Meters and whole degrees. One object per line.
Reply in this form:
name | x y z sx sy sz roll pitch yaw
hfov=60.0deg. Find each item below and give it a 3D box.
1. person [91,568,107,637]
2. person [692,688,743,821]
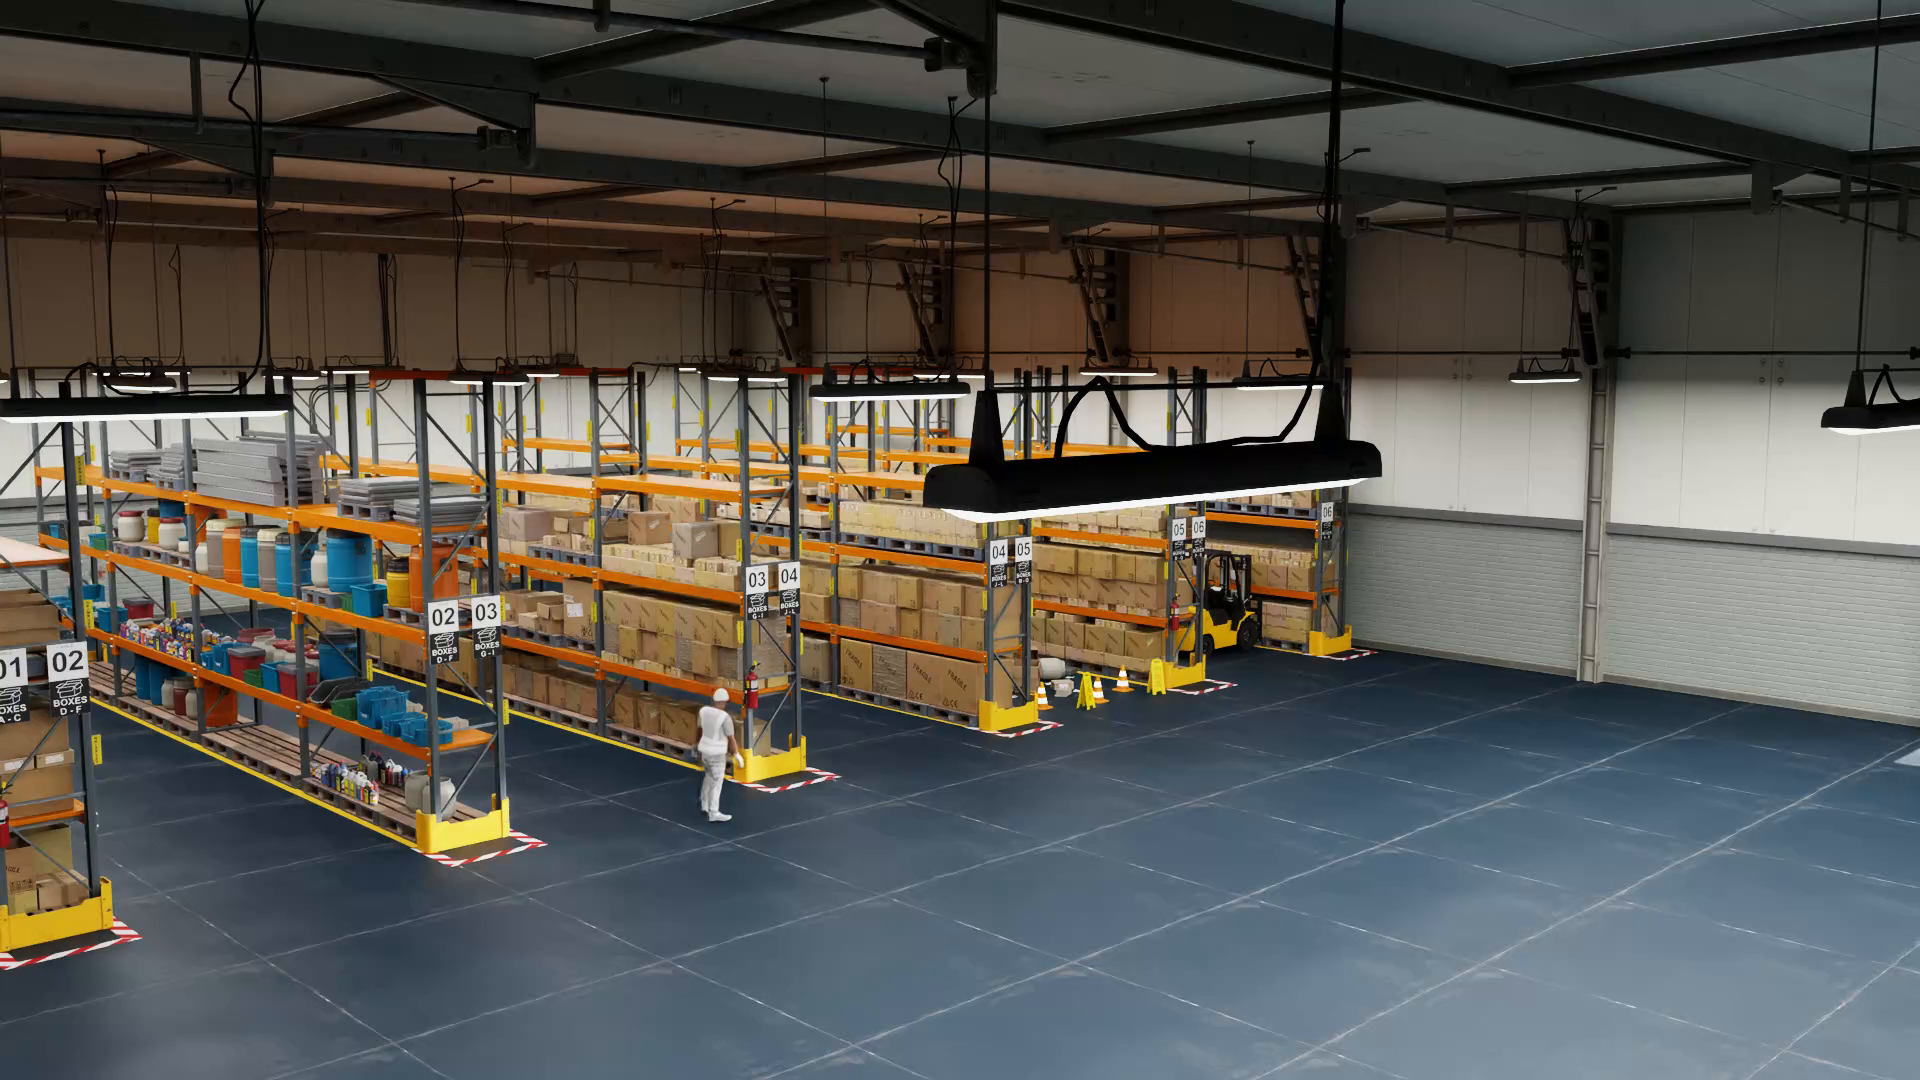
person | -19.058 1.397 36.704 0.557 1.577 0.435 -4 7 -29
person | -3.325 2.911 22.658 0.494 1.805 0.718 -6 9 -43
